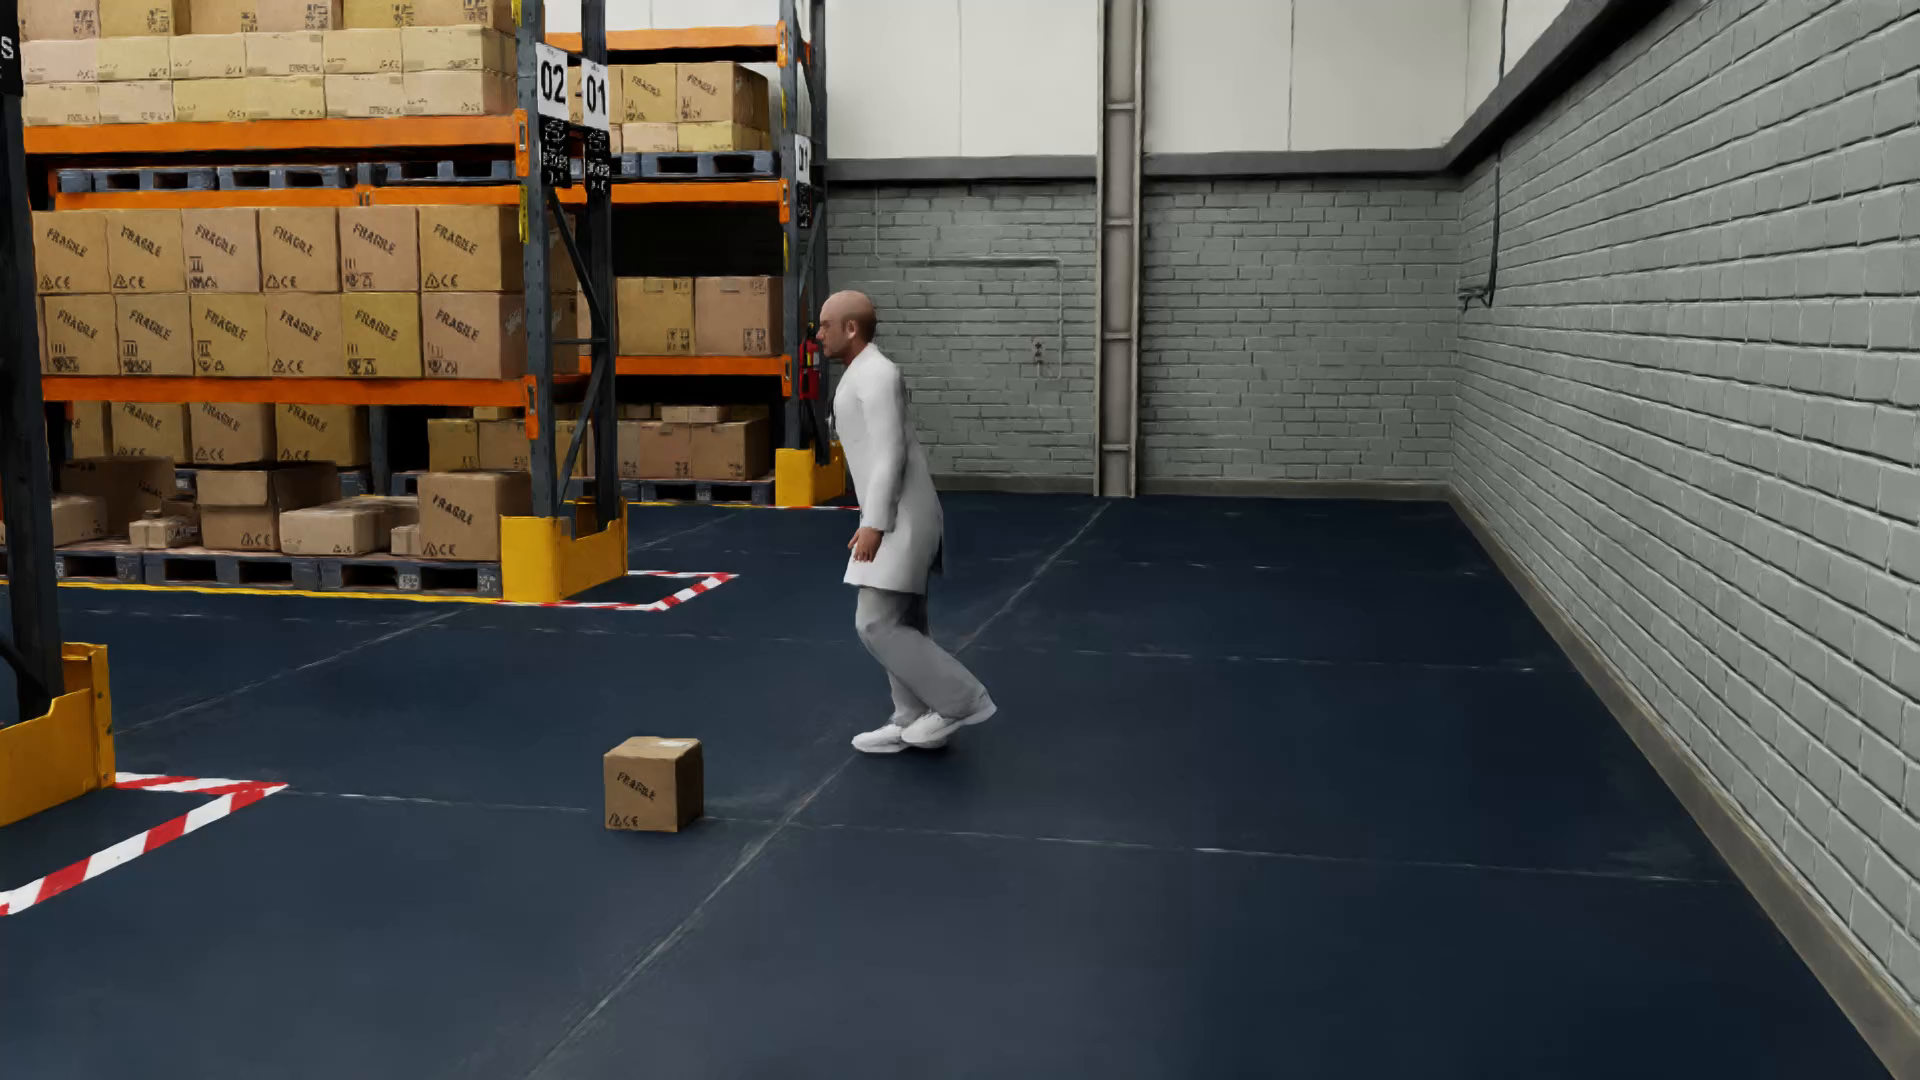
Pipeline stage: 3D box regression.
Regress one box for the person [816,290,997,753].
[{"bbox_3d":[-0.201,-0.047,6.230,0.661,1.757,0.583,-1,8,-7],"label":"person"}]
